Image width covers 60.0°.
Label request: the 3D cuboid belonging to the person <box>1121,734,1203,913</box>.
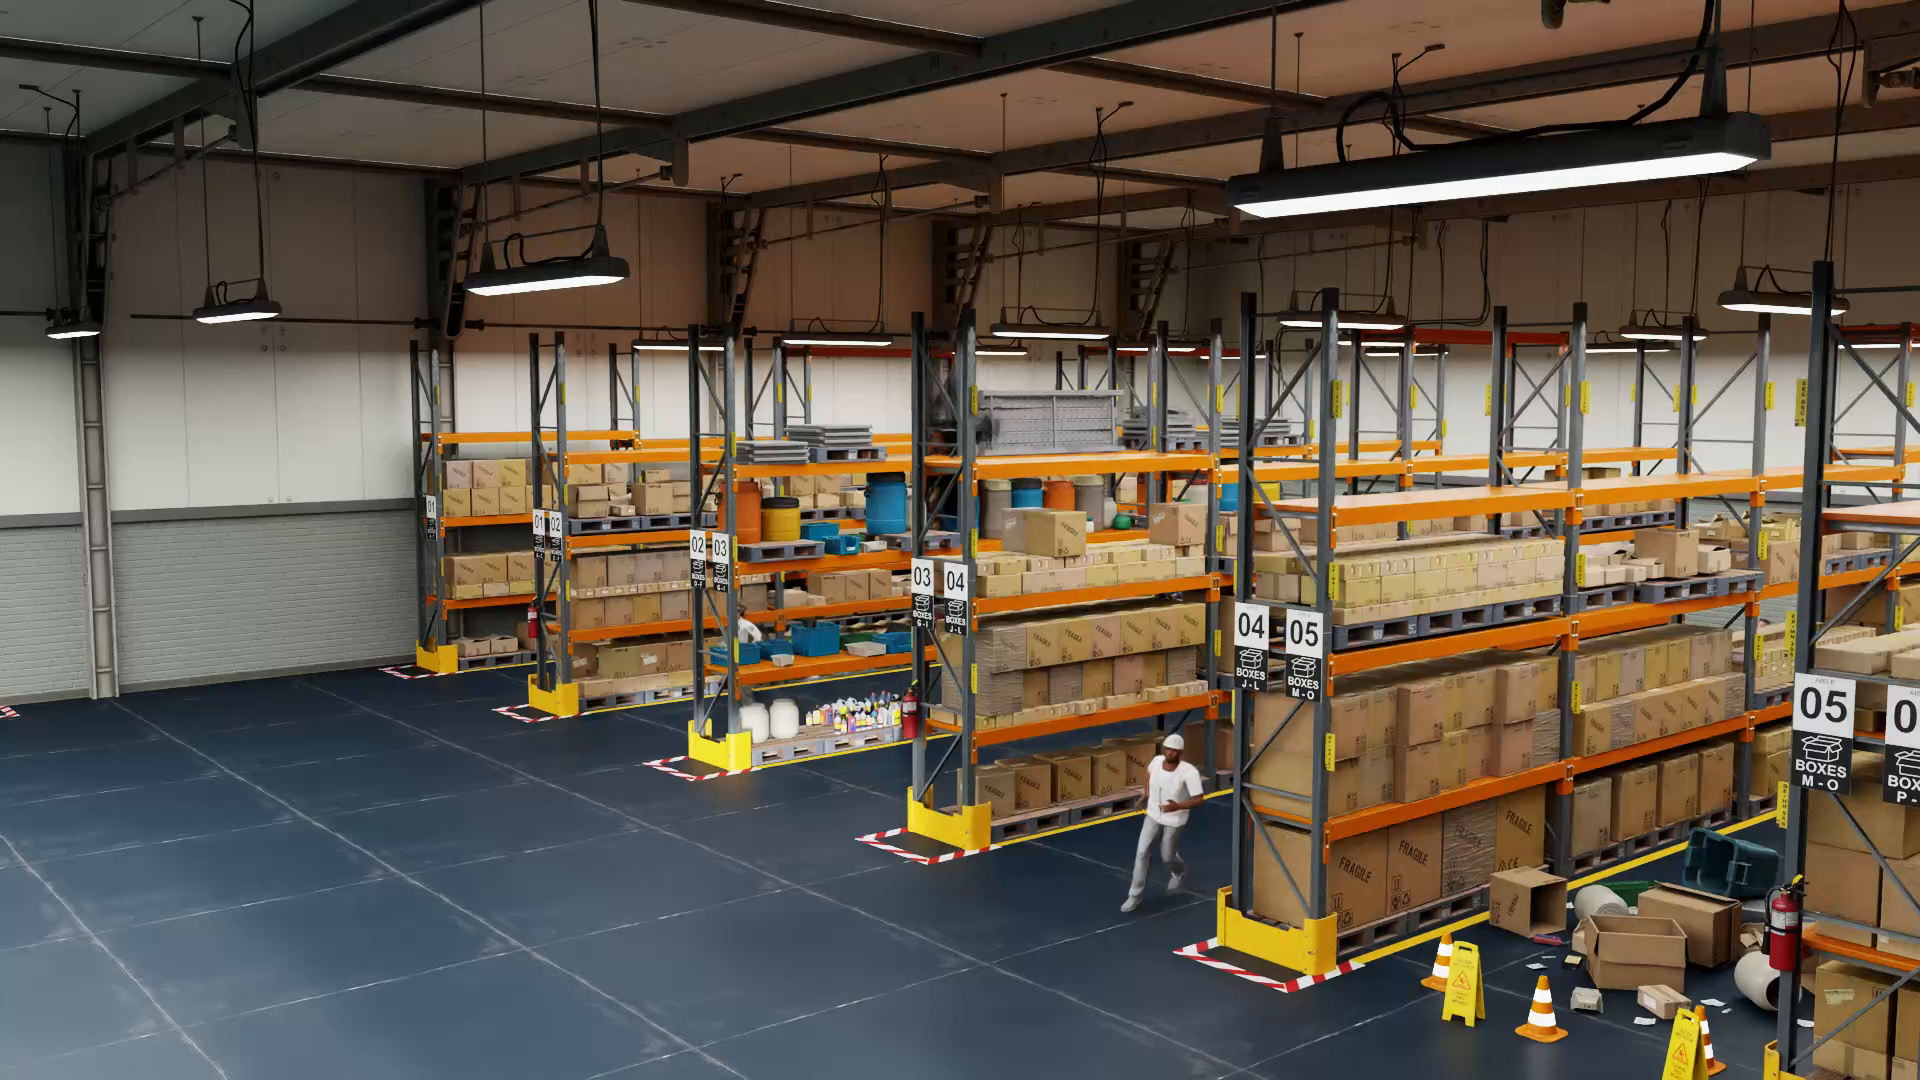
[{"bbox_3d":[2.074,2.766,16.487,0.737,1.743,0.962,4,6,35],"label":"person"}]

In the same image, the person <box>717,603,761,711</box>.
[{"bbox_3d":[-3.319,1.759,24.785,0.618,1.723,0.635,-4,7,-37],"label":"person"}]

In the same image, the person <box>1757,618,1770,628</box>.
[{"bbox_3d":[12.089,2.028,24.947,0.768,1.725,0.562,-4,7,-37],"label":"person"}]
